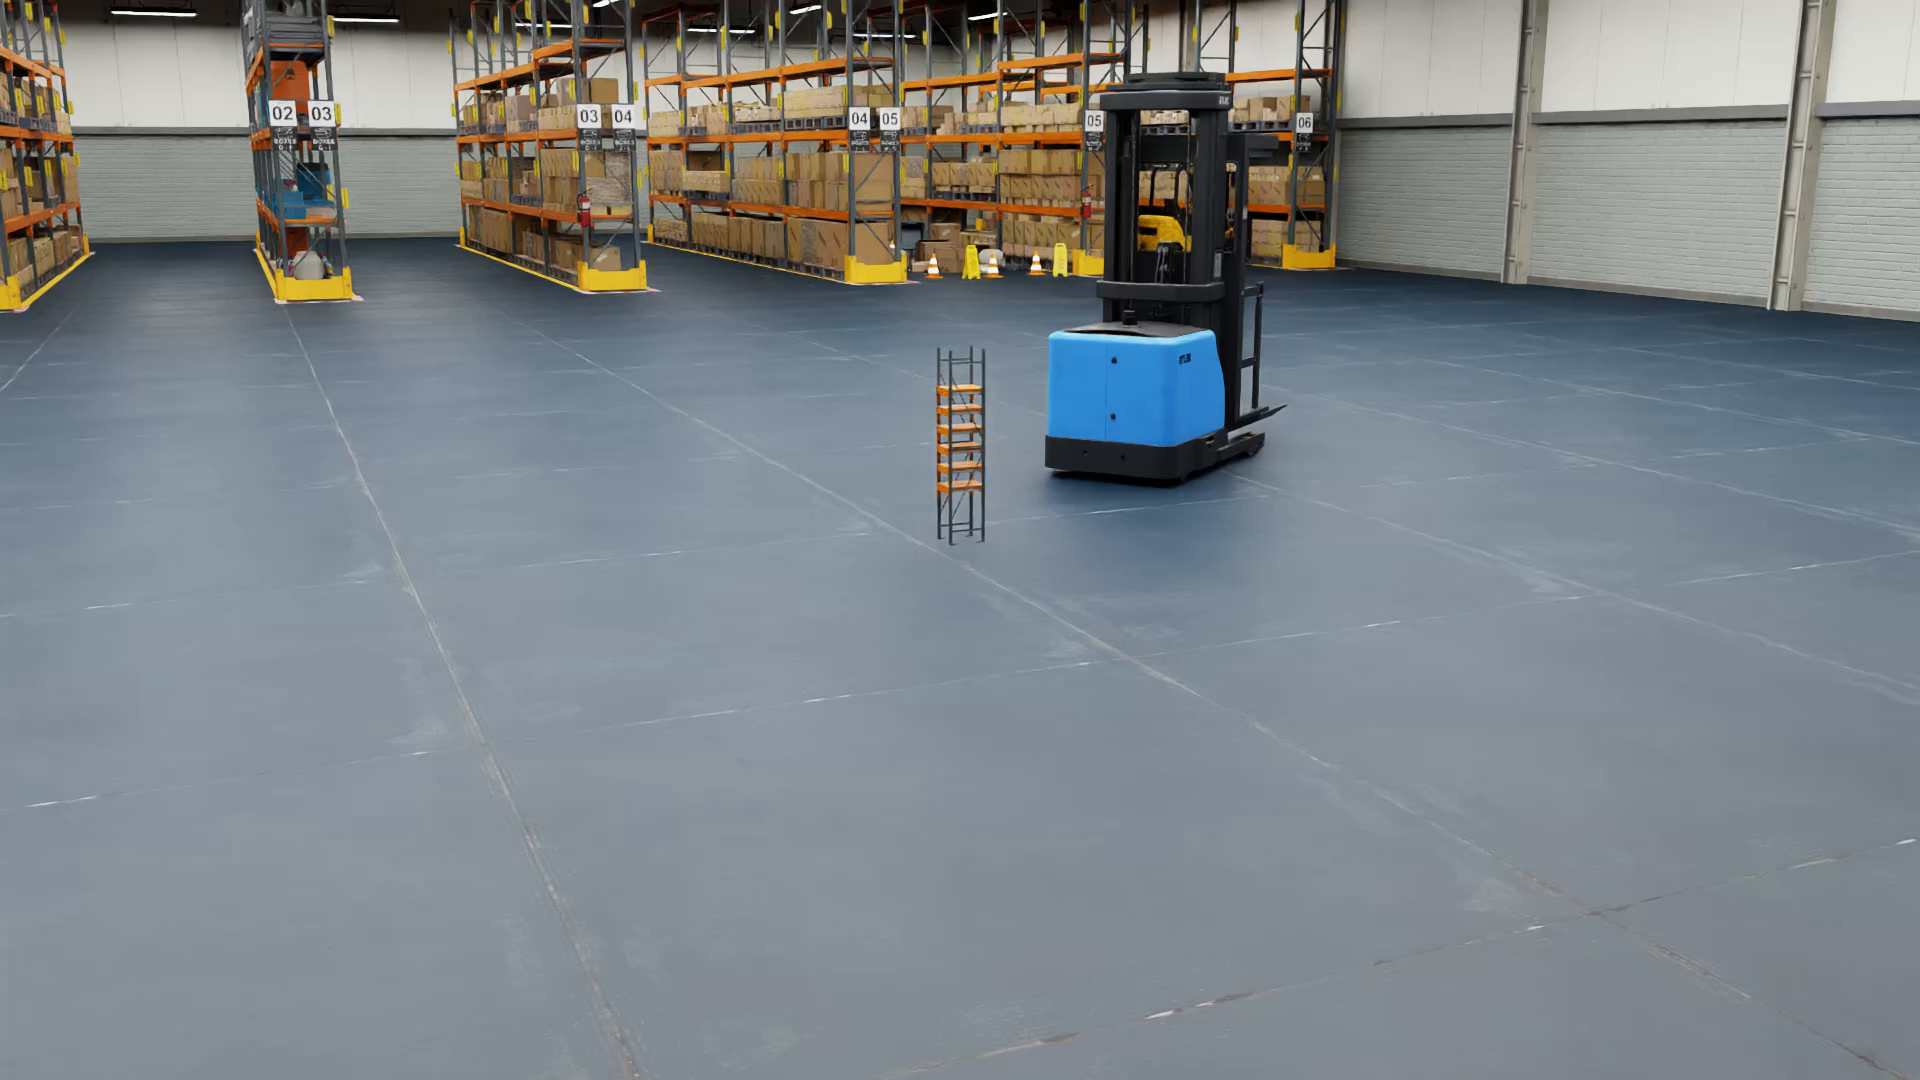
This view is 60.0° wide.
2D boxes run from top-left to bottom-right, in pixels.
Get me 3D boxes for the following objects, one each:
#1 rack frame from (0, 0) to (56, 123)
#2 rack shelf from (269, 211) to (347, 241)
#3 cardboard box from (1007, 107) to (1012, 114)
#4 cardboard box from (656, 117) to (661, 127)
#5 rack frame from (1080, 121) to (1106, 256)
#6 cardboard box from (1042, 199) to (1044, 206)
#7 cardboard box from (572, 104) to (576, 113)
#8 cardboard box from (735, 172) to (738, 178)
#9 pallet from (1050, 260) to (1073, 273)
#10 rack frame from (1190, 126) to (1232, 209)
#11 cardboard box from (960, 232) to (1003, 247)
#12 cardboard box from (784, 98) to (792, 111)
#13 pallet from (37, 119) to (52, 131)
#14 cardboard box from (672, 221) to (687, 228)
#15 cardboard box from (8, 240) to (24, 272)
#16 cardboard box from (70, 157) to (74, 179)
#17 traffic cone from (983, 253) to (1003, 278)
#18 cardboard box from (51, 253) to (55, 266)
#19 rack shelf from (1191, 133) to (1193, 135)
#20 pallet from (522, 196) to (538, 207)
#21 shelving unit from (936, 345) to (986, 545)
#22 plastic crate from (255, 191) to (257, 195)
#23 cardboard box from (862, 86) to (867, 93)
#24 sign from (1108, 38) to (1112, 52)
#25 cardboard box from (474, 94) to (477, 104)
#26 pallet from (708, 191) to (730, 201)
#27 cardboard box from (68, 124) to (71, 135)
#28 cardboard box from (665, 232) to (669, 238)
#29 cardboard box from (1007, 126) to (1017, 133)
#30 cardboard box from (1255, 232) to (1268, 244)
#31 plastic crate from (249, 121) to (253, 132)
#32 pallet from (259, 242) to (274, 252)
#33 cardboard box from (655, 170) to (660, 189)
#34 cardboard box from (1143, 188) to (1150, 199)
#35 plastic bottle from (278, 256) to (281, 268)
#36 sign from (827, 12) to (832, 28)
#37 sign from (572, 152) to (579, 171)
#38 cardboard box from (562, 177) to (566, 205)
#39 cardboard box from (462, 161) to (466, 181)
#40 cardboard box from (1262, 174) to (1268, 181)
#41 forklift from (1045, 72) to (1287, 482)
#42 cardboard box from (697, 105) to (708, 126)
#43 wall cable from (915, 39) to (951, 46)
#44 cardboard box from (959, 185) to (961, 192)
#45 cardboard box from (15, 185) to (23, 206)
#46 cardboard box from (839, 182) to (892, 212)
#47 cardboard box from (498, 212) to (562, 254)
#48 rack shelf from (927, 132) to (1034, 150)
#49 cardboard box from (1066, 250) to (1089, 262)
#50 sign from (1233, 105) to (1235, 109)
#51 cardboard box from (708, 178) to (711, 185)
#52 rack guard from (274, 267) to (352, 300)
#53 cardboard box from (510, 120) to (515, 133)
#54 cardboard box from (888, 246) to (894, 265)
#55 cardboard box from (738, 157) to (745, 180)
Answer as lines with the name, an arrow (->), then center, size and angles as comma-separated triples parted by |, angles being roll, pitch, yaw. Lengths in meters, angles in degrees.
rack frame -> -20.077, -10.451, 35.568 | 1.000, 3.000, 0.127 | -6, 14, -23
rack shelf -> -11.531, -5.558, 29.329 | 1.077, 0.370, 4.000 | -6, 14, -23
cardboard box -> 1.244, -9.246, 35.804 | 0.380, 0.149, 0.250 | -5, 14, -21
cardboard box -> -7.677, -10.980, 43.731 | 0.500, 0.250, 0.500 | -5, 14, -22
rack frame -> 2.888, -6.838, 33.263 | 1.000, 3.000, 0.127 | -6, 14, -23
cardboard box -> 1.948, -7.091, 34.914 | 0.380, 0.149, 0.250 | -6, 14, -23
cardboard box -> -6.589, -7.555, 29.155 | 0.380, 0.149, 0.250 | -6, 14, -23
cardboard box -> -5.129, -8.669, 39.480 | 0.380, 0.149, 0.250 | -6, 14, -25
pallet -> 2.565, -5.666, 34.384 | 1.003, 0.211, 1.213 | -6, 14, -23
rack frame -> 5.832, -8.114, 38.774 | 1.000, 3.000, 0.127 | -6, 14, -23
cardboard box -> 0.502, -6.989, 38.810 | 0.950, 0.372, 0.625 | -5, 14, -21
cardboard box -> -3.270, -8.857, 33.852 | 0.500, 0.250, 0.500 | -6, 14, -23
pallet -> -18.121, -7.939, 31.786 | 1.213, 0.211, 1.003 | -5, 14, -20
cardboard box -> -7.265, -8.213, 43.276 | 0.380, 0.149, 0.250 | -6, 14, -26
cardboard box -> -15.880, -4.720, 27.616 | 0.500, 0.500, 0.500 | -6, 14, -23
cardboard box -> -20.834, -8.612, 38.490 | 0.500, 0.500, 0.500 | -5, 14, -21
traffic cone -> 0.653, -5.404, 32.693 | 0.336, 0.463, 0.334 | -6, 14, -23
cardboard box -> -18.041, -5.480, 32.562 | 0.500, 0.250, 0.500 | -5, 14, -22
rack shelf -> 5.031, -9.638, 40.302 | 1.077, 0.370, 4.000 | -6, 14, -23
pallet -> -8.566, -7.097, 34.807 | 1.003, 0.211, 1.213 | -6, 14, -23
shelving unit -> 0.006, -0.582, 10.222 | 0.258, 1.200, 0.189 | -6, 14, -23
plastic crate -> -17.290, -8.548, 41.101 | 0.250, 0.136, 0.298 | -6, 14, -23
cardboard box -> -1.651, -8.553, 31.657 | 0.380, 0.149, 0.250 | -6, 14, -24
sign -> 3.737, -12.305, 41.334 | 0.100, 0.325, 0.005 | -6, 14, -23
cardboard box -> -11.801, -10.959, 41.378 | 0.500, 0.250, 0.500 | -6, 14, -25
pallet -> -5.195, -8.067, 38.998 | 1.213, 0.211, 1.003 | -6, 14, -23
cardboard box -> -21.232, -9.661, 39.138 | 0.500, 0.250, 0.500 | -6, 14, -23
cardboard box -> -7.602, -8.091, 44.066 | 0.380, 0.149, 0.250 | -6, 14, -26
cardboard box -> 1.237, -8.858, 35.893 | 0.380, 0.149, 0.250 | -6, 14, -23
cardboard box -> 6.762, -6.573, 36.174 | 0.500, 0.250, 0.500 | -6, 14, -24
plastic crate -> -16.779, -9.892, 39.943 | 0.504, 0.338, 0.767 | -6, 14, -23
pallet -> -16.845, -7.269, 41.308 | 1.003, 0.211, 1.213 | -6, 14, -23
cardboard box -> -7.852, -9.643, 44.502 | 0.500, 0.500, 0.500 | -6, 14, -23
cardboard box -> 4.800, -8.436, 40.498 | 0.500, 0.250, 0.500 | -5, 14, -21
plastic bottle -> -12.389, -5.042, 30.400 | 0.144, 0.351, 0.185 | -5, 14, -21
sign -> -2.691, -10.697, 34.207 | 0.100, 0.325, 0.005 | -6, 14, -23
sign -> -6.709, -6.615, 29.031 | 0.100, 0.325, 0.005 | -6, 14, -23
cardboard box -> -6.858, -6.452, 30.715 | 0.875, 0.500, 0.500 | -6, 14, -23
cardboard box -> -12.456, -9.459, 42.597 | 0.500, 0.500, 0.500 | -6, 14, -24
cardboard box -> 6.773, -7.860, 36.017 | 0.380, 0.149, 0.250 | -6, 14, -23
forklift -> 1.805, -2.138, 13.108 | 1.130, 2.935, 3.031 | 7, 15, 29
cardboard box -> -5.915, -10.235, 40.126 | 0.797, 0.503, 0.637 | -6, 14, -24
wall cable -> -0.062, -17.507, 53.720 | 2.988, 3.039, 0.133 | -6, 14, -23
cardboard box -> 0.201, -8.211, 38.820 | 0.380, 0.149, 0.250 | -5, 14, -21
cardboard box -> -17.376, -6.193, 30.254 | 0.500, 0.500, 0.500 | -5, 14, -19
cardboard box -> -1.797, -6.516, 31.538 | 0.875, 0.550, 0.550 | -6, 14, -23
cardboard box -> -9.654, -6.910, 37.353 | 1.225, 0.875, 0.875 | -6, 14, -26
rack shelf -> 0.485, -9.189, 38.362 | 1.077, 0.370, 4.000 | -6, 14, -23
cardboard box -> 2.308, -5.851, 34.164 | 0.500, 0.250, 0.500 | -6, 14, -23
sign -> 6.340, -9.916, 38.587 | 0.100, 0.325, 0.005 | -6, 14, -23
cardboard box -> -5.743, -8.472, 39.288 | 0.380, 0.149, 0.250 | -6, 14, -23
rack guard -> -10.804, -4.289, 27.794 | 1.175, 0.500, 0.348 | -6, 14, -23
cardboard box -> -9.236, -8.758, 35.238 | 0.500, 0.250, 0.500 | -5, 14, -22
cardboard box -> -1.647, -5.752, 34.108 | 0.500, 0.500, 0.500 | -3, 13, -13
cardboard box -> -4.641, -8.465, 37.854 | 0.700, 0.500, 0.500 | -6, 14, -23
